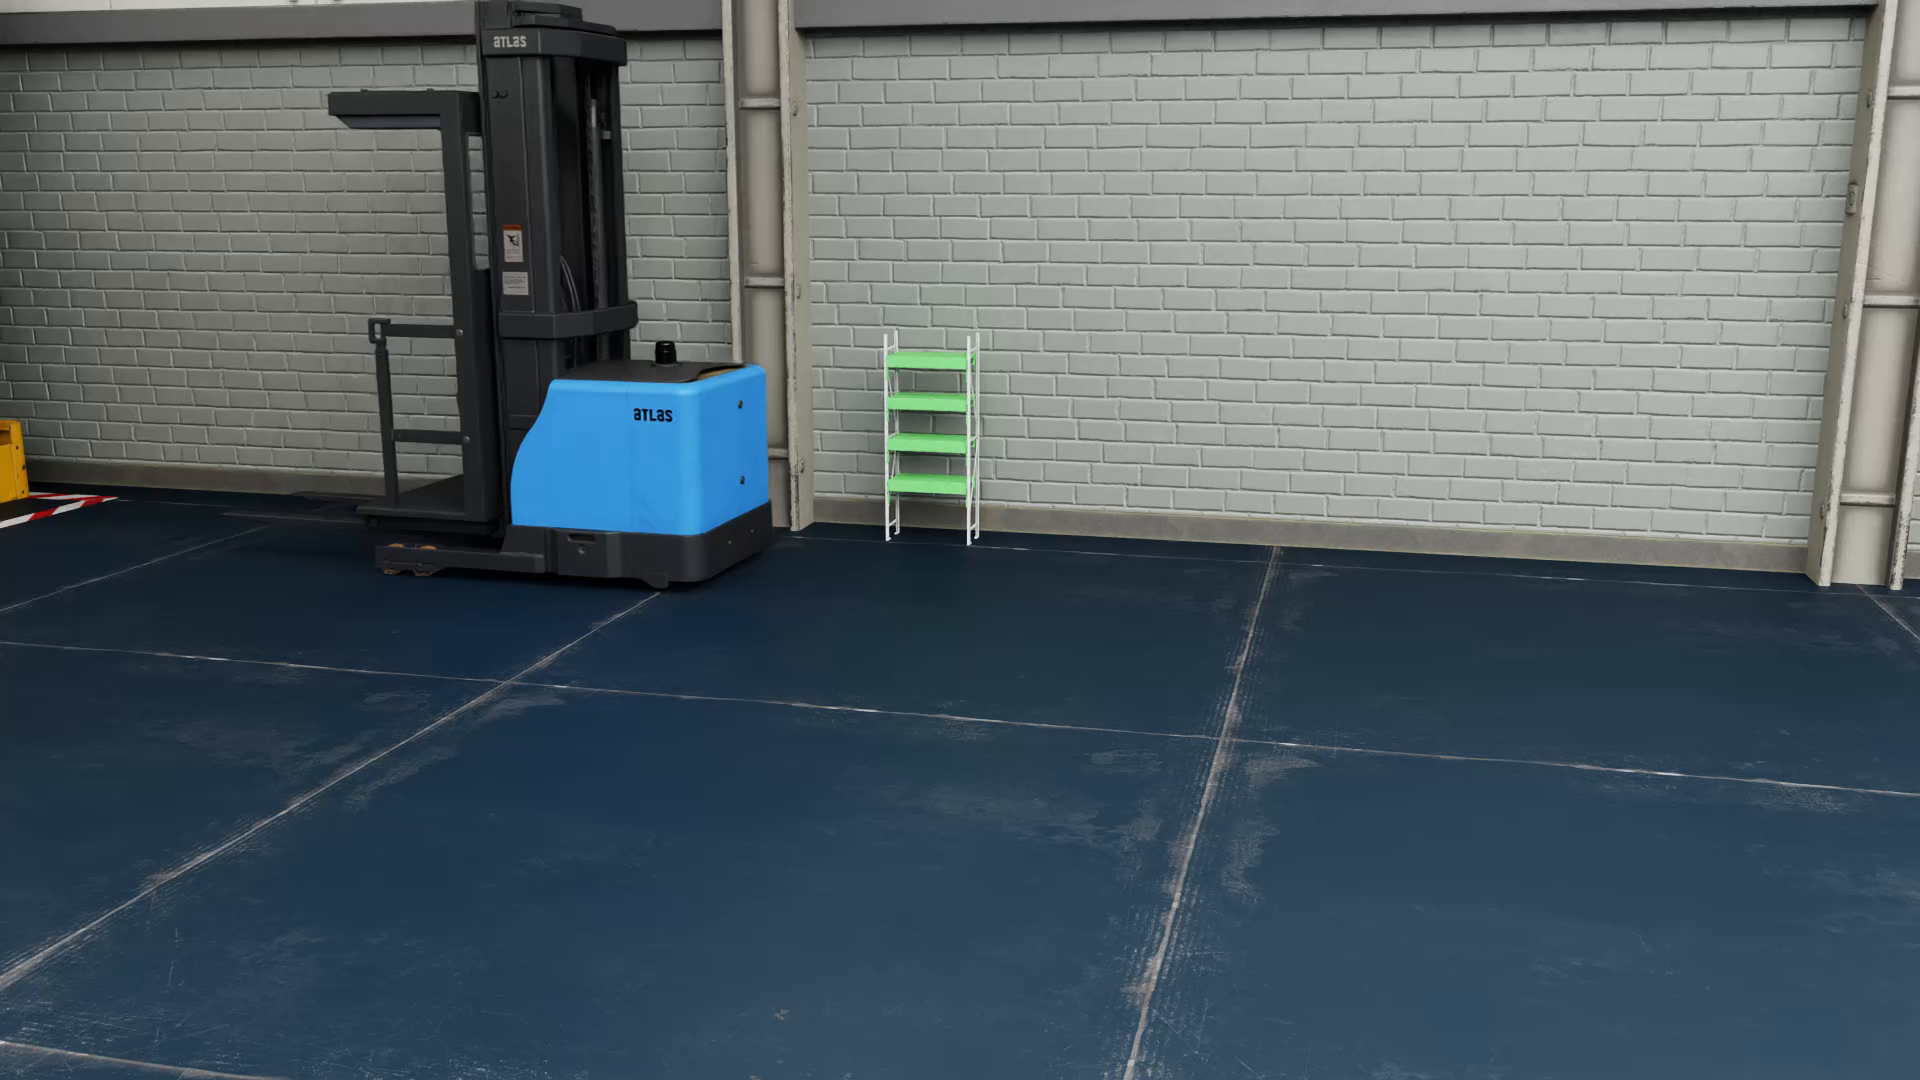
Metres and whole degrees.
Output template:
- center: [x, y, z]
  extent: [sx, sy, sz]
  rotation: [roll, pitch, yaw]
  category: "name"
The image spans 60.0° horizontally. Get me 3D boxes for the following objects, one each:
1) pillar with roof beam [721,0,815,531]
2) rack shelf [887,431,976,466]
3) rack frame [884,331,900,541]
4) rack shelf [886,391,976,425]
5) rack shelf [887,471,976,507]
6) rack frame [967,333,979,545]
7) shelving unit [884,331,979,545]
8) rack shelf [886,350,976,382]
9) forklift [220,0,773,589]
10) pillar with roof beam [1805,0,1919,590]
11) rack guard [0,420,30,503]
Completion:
- center: [-2.155, -3.584, 5.113]
  extent: [0.400, 9.000, 9.100]
  rotation: [3, 13, 14]
  category: "pillar with roof beam"
- center: [-0.161, -0.532, 9.656]
  extent: [0.480, 0.148, 0.258]
  rotation: [3, 13, 14]
  category: "rack shelf"
- center: [-0.398, -0.607, 9.700]
  extent: [0.015, 1.200, 0.240]
  rotation: [3, 13, 14]
  category: "rack frame"
- center: [-0.161, -0.766, 9.604]
  extent: [0.480, 0.148, 0.258]
  rotation: [3, 13, 14]
  category: "rack shelf"
- center: [-0.161, -0.298, 9.708]
  extent: [0.480, 0.148, 0.258]
  rotation: [3, 13, 14]
  category: "rack shelf"
- center: [0.076, -0.582, 9.585]
  extent: [0.015, 1.200, 0.240]
  rotation: [3, 13, 14]
  category: "rack frame"
- center: [-0.161, -0.594, 9.642]
  extent: [0.503, 1.200, 0.258]
  rotation: [3, 13, 14]
  category: "shelving unit"
- center: [-0.161, -1.001, 9.552]
  extent: [0.480, 0.148, 0.258]
  rotation: [3, 13, 14]
  category: "rack shelf"
- center: [-2.626, -1.340, 9.005]
  extent: [3.031, 2.935, 1.130]
  rotation: [4, 13, 16]
  category: "forklift"
- center: [3.670, -3.273, 3.710]
  extent: [0.400, 9.000, 9.100]
  rotation: [3, 13, 14]
  category: "pillar with roof beam"
- center: [-6.465, -0.425, 10.495]
  extent: [0.348, 0.500, 1.175]
  rotation: [3, 13, 14]
  category: "rack guard"
